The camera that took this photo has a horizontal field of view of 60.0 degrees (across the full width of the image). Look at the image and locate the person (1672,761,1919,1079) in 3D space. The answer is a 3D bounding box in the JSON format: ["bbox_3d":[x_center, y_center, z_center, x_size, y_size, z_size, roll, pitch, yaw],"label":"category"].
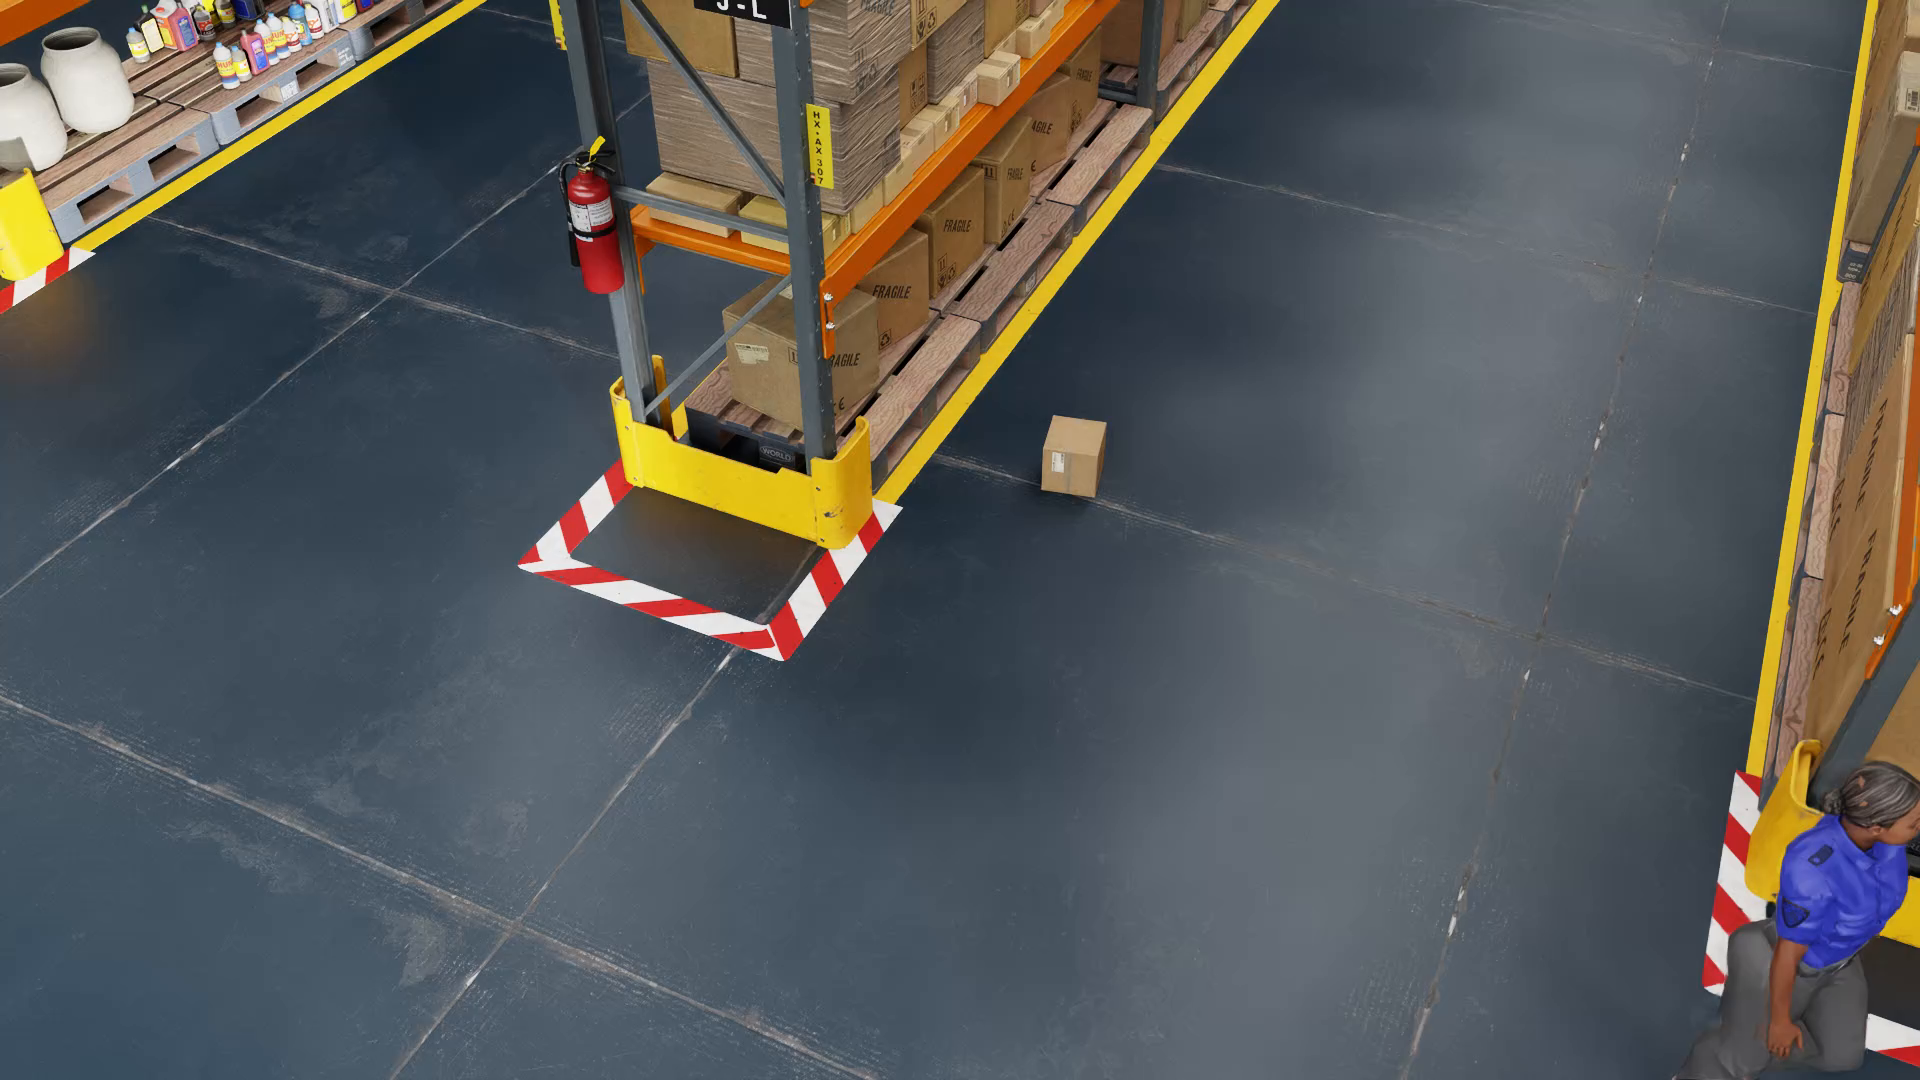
[{"bbox_3d":[2.434,1.256,4.765,0.454,1.691,0.399,-20,46,-21],"label":"person"}]
